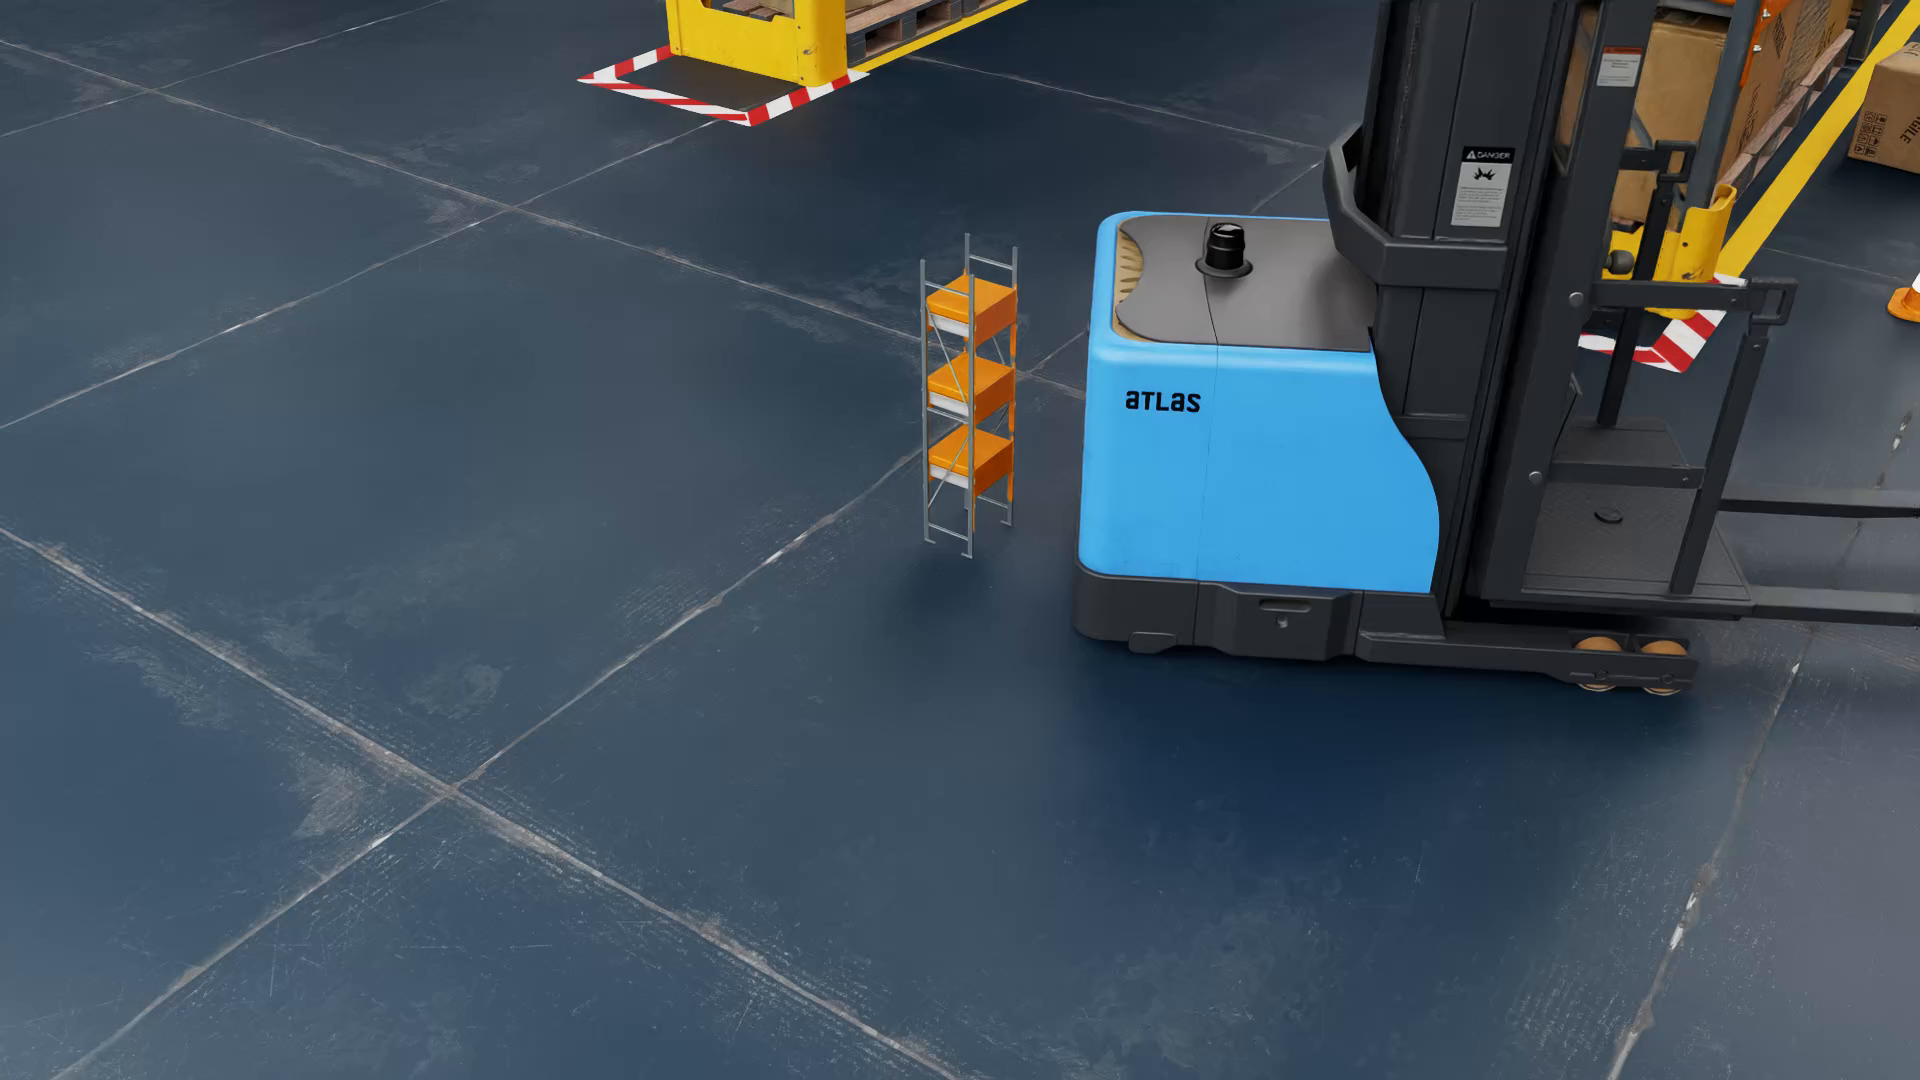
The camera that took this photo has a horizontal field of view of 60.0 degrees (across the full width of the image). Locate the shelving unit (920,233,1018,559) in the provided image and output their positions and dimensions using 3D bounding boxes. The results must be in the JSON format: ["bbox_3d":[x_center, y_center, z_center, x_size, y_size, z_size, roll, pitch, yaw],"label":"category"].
[{"bbox_3d":[0.031,-0.460,5.492,0.215,1.050,0.252,21,39,28],"label":"shelving unit"}]

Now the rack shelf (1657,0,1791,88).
[{"bbox_3d":[3.898,-3.073,8.258,1.077,0.370,4.000,21,39,28],"label":"rack shelf"}]

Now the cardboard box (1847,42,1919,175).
[{"bbox_3d":[4.996,-2.215,8.576,0.500,0.500,0.500,29,44,36],"label":"cardboard box"}]

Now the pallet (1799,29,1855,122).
[{"bbox_3d":[4.540,-2.811,9.718,1.003,0.211,1.213,21,39,28],"label":"pallet"}]

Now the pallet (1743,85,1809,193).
[{"bbox_3d":[3.845,-2.247,8.885,1.003,0.211,1.213,21,39,28],"label":"pallet"}]

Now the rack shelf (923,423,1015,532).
[{"bbox_3d":[0.031,-0.221,5.654,0.215,0.259,0.240,21,39,28],"label":"rack shelf"}]

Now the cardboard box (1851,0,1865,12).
[{"bbox_3d":[5.318,-3.848,10.395,1.050,0.750,0.750,21,39,28],"label":"cardboard box"}]

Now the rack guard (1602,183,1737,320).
[{"bbox_3d":[2.744,-1.404,7.380,1.175,0.500,0.348,21,39,28],"label":"rack guard"}]

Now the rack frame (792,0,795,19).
[{"bbox_3d":[-1.260,-4.081,9.107,1.000,3.000,0.127,21,39,28],"label":"rack frame"}]

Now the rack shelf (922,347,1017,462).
[{"bbox_3d":[0.031,-0.451,5.498,0.215,0.259,0.240,21,39,28],"label":"rack shelf"}]

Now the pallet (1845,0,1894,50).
[{"bbox_3d":[5.416,-3.515,10.760,1.003,0.211,1.213,21,39,28],"label":"pallet"}]

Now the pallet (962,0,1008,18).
[{"bbox_3d":[-0.028,-3.883,11.303,1.003,0.211,1.213,21,39,28],"label":"pallet"}]

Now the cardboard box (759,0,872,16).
[{"bbox_3d":[-0.890,-3.502,10.107,0.500,0.500,0.500,-29,43,-35],"label":"cardboard box"}]

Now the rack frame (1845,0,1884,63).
[{"bbox_3d":[5.038,-4.291,9.418,1.000,3.000,0.127,21,39,28],"label":"rack frame"}]

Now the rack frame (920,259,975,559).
[{"bbox_3d":[-0.039,-0.403,5.409,0.200,1.050,0.008,21,39,28],"label":"rack frame"}]

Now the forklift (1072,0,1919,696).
[{"bbox_3d":[1.902,-1.056,4.696,3.031,2.935,1.130,3,34,5],"label":"forklift"}]

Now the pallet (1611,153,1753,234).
[{"bbox_3d":[3.149,-1.688,8.058,1.003,0.211,1.213,21,39,28],"label":"pallet"}]

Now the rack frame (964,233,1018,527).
[{"bbox_3d":[0.100,-0.516,5.575,0.200,1.050,0.008,21,39,28],"label":"rack frame"}]

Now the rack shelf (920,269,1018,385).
[{"bbox_3d":[0.031,-0.686,5.339,0.215,0.259,0.240,21,39,28],"label":"rack shelf"}]

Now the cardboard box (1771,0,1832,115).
[{"bbox_3d":[4.111,-2.902,8.885,0.875,0.875,0.875,22,40,29],"label":"cardboard box"}]

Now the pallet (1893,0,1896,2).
[{"bbox_3d":[6.111,-4.079,11.593,1.003,0.211,1.213,21,39,28],"label":"pallet"}]

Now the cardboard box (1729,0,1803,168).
[{"bbox_3d":[3.590,-2.483,8.266,0.875,0.875,0.875,21,39,27],"label":"cardboard box"}]

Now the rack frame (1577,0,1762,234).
[{"bbox_3d":[2.757,-2.450,6.696,1.000,3.000,0.127,21,39,28],"label":"rack frame"}]

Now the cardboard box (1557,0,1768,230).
[{"bbox_3d":[3.090,-2.077,7.666,0.875,0.875,0.875,21,40,28],"label":"cardboard box"}]

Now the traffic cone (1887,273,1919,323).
[{"bbox_3d":[4.227,-1.190,7.097,0.336,0.463,0.334,21,39,28],"label":"traffic cone"}]

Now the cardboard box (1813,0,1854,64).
[{"bbox_3d":[4.622,-3.318,9.500,0.875,0.875,0.875,22,40,29],"label":"cardboard box"}]

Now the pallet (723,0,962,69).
[{"bbox_3d":[-0.724,-3.324,10.476,1.003,0.211,1.213,21,39,28],"label":"pallet"}]

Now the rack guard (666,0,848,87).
[{"bbox_3d":[-1.217,-3.081,9.859,1.175,0.500,0.348,21,39,28],"label":"rack guard"}]
